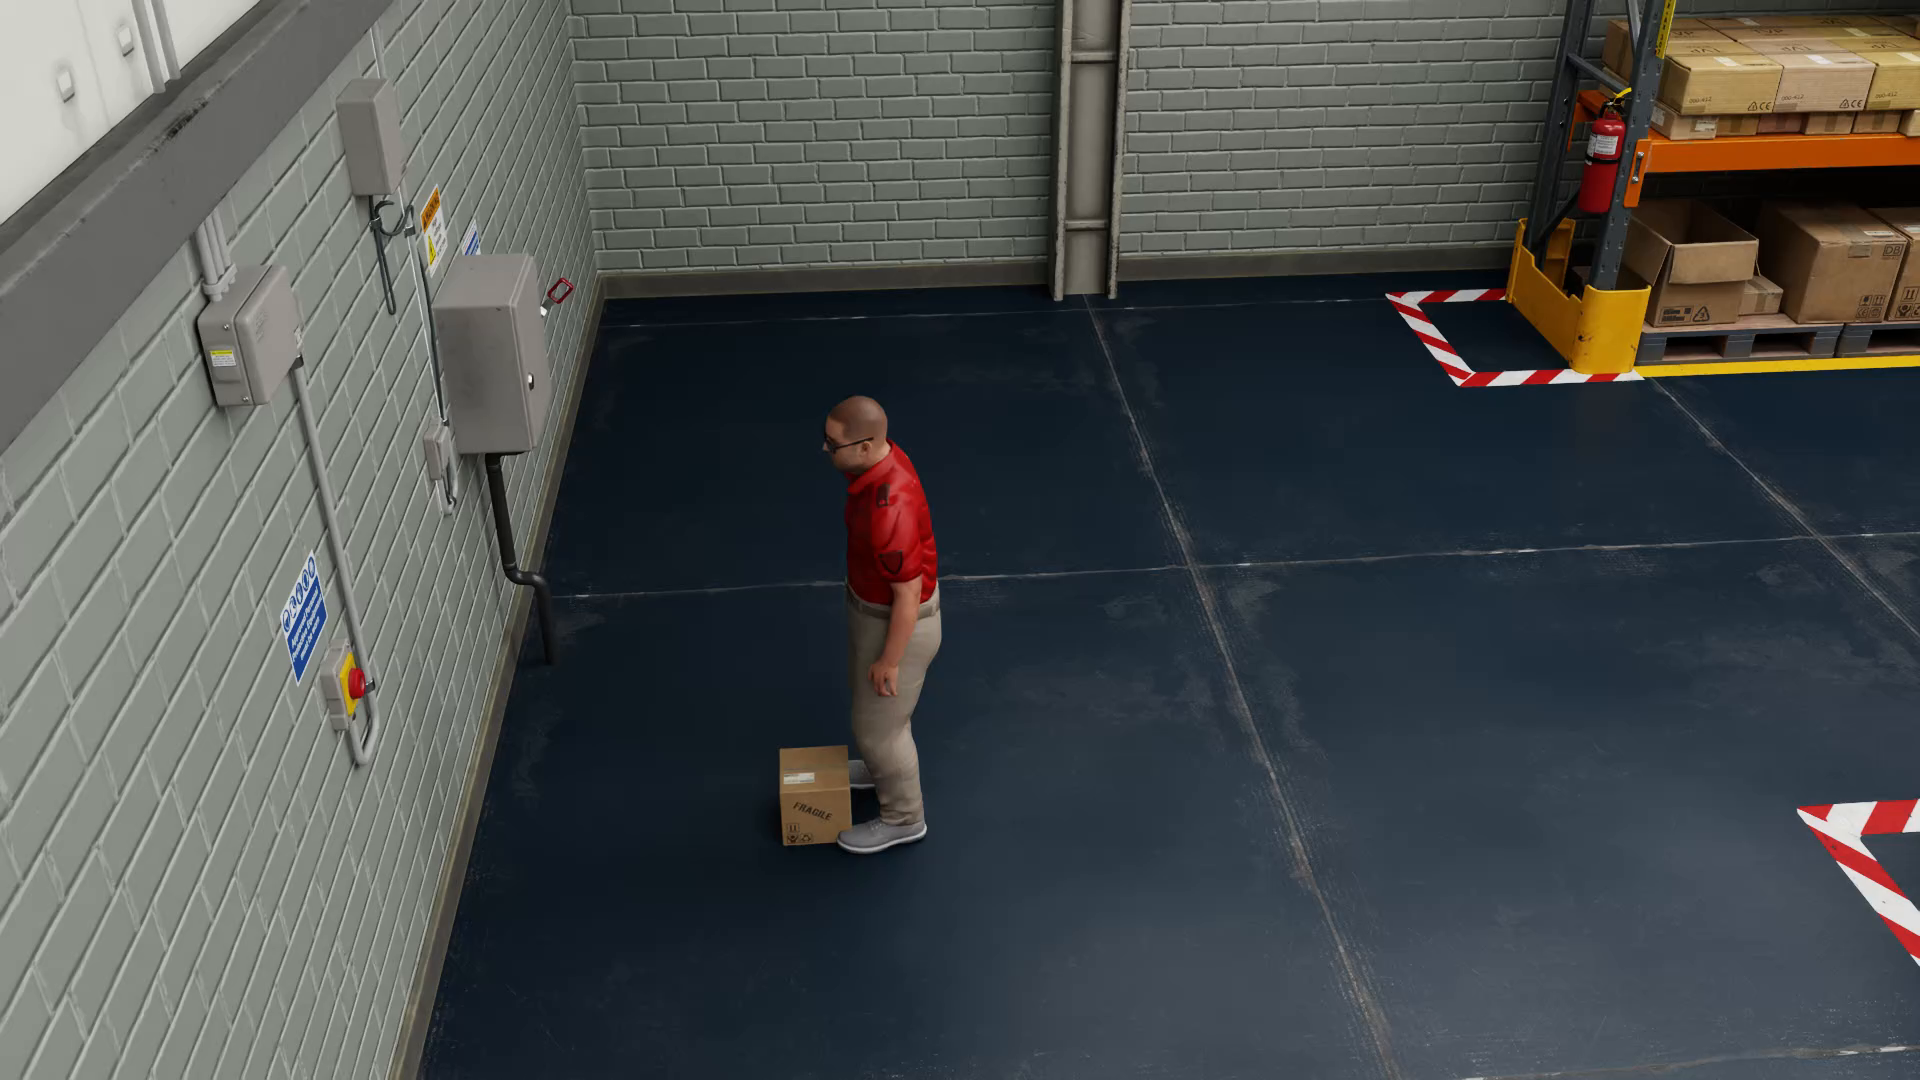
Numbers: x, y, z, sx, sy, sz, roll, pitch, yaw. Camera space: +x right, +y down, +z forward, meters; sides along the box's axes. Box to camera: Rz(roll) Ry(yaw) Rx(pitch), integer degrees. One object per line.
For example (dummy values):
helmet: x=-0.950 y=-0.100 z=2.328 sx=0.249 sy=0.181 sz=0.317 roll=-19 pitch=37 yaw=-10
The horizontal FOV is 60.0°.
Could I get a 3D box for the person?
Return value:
person: x=-0.268 y=0.278 z=5.684 sx=0.393 sy=1.725 sz=0.594 roll=-4 pitch=31 yaw=-7
